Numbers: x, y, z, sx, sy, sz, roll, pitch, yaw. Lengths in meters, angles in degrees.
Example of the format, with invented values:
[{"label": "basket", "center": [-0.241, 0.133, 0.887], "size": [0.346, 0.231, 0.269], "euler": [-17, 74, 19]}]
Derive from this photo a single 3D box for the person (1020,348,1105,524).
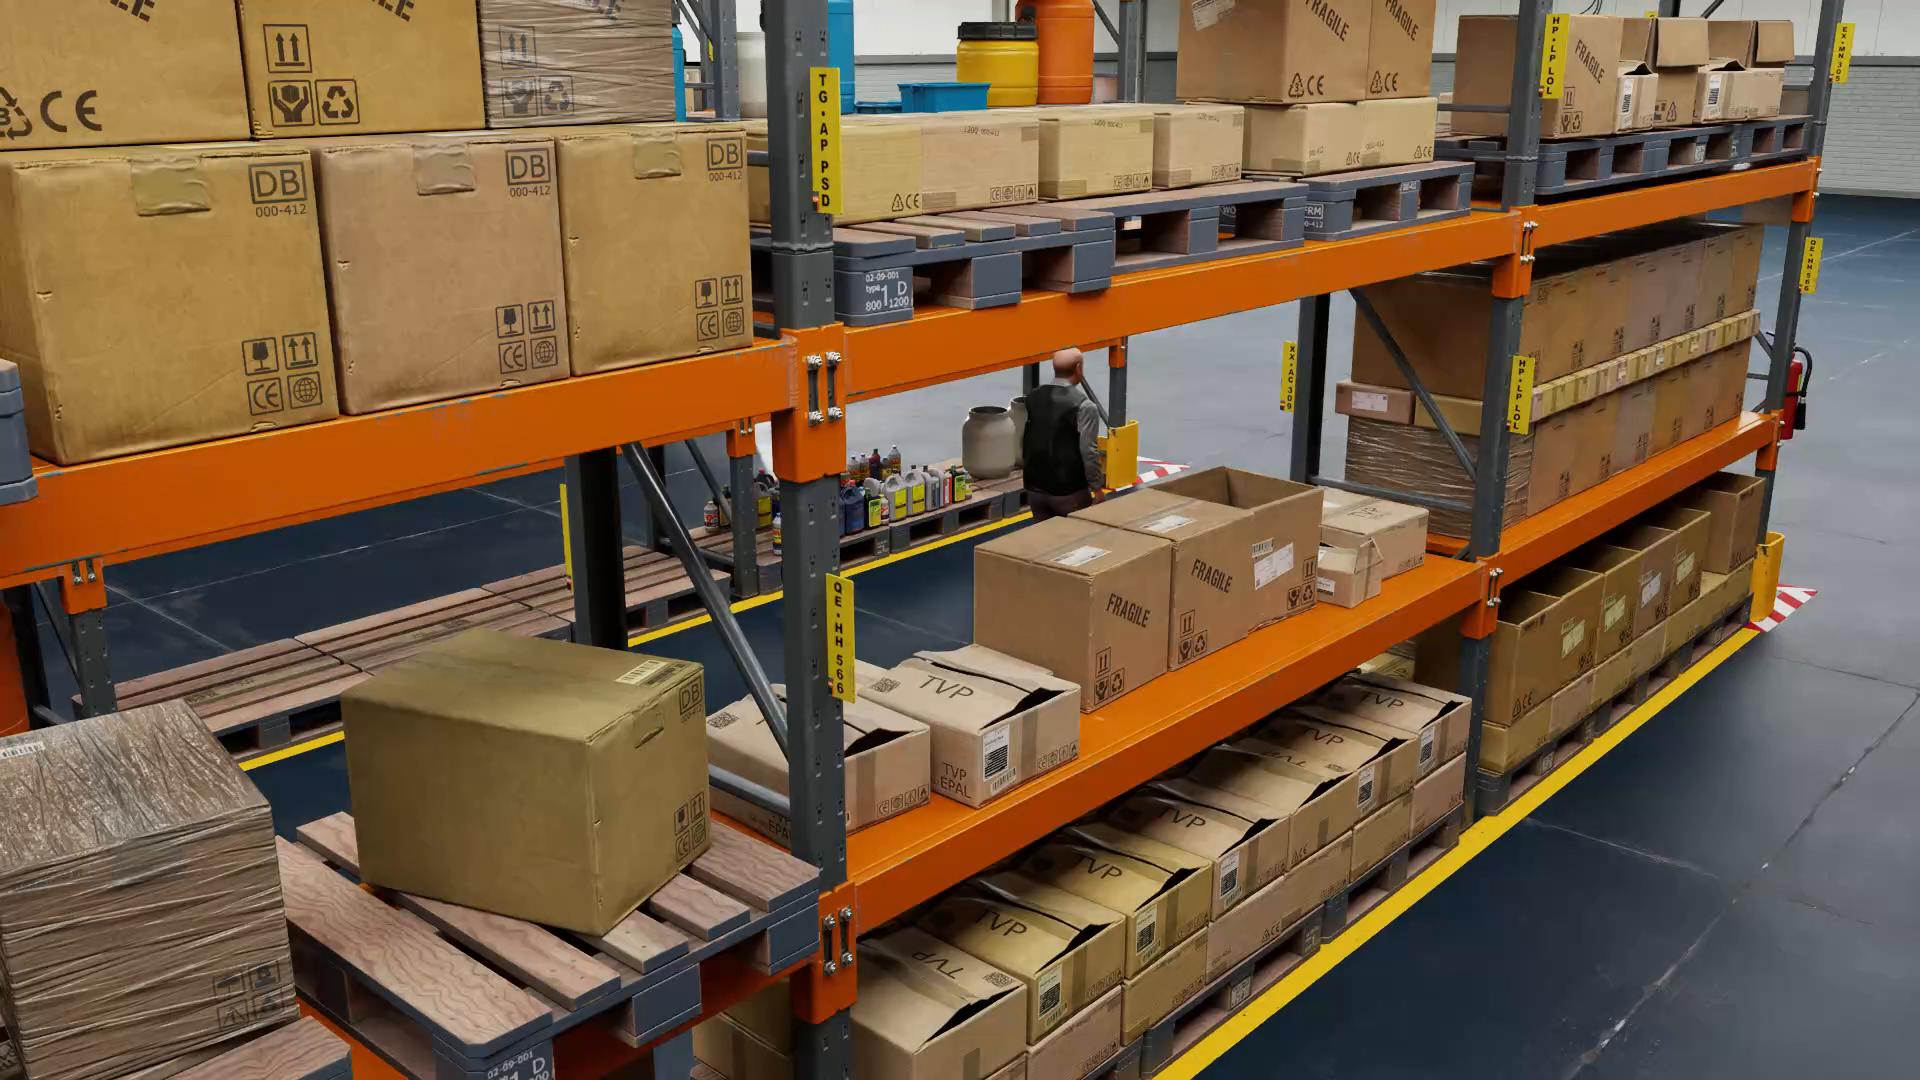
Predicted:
[{"label": "person", "center": [0.611, -0.314, 10.122], "size": [0.581, 1.721, 0.419], "euler": [15, 22, 40]}]
